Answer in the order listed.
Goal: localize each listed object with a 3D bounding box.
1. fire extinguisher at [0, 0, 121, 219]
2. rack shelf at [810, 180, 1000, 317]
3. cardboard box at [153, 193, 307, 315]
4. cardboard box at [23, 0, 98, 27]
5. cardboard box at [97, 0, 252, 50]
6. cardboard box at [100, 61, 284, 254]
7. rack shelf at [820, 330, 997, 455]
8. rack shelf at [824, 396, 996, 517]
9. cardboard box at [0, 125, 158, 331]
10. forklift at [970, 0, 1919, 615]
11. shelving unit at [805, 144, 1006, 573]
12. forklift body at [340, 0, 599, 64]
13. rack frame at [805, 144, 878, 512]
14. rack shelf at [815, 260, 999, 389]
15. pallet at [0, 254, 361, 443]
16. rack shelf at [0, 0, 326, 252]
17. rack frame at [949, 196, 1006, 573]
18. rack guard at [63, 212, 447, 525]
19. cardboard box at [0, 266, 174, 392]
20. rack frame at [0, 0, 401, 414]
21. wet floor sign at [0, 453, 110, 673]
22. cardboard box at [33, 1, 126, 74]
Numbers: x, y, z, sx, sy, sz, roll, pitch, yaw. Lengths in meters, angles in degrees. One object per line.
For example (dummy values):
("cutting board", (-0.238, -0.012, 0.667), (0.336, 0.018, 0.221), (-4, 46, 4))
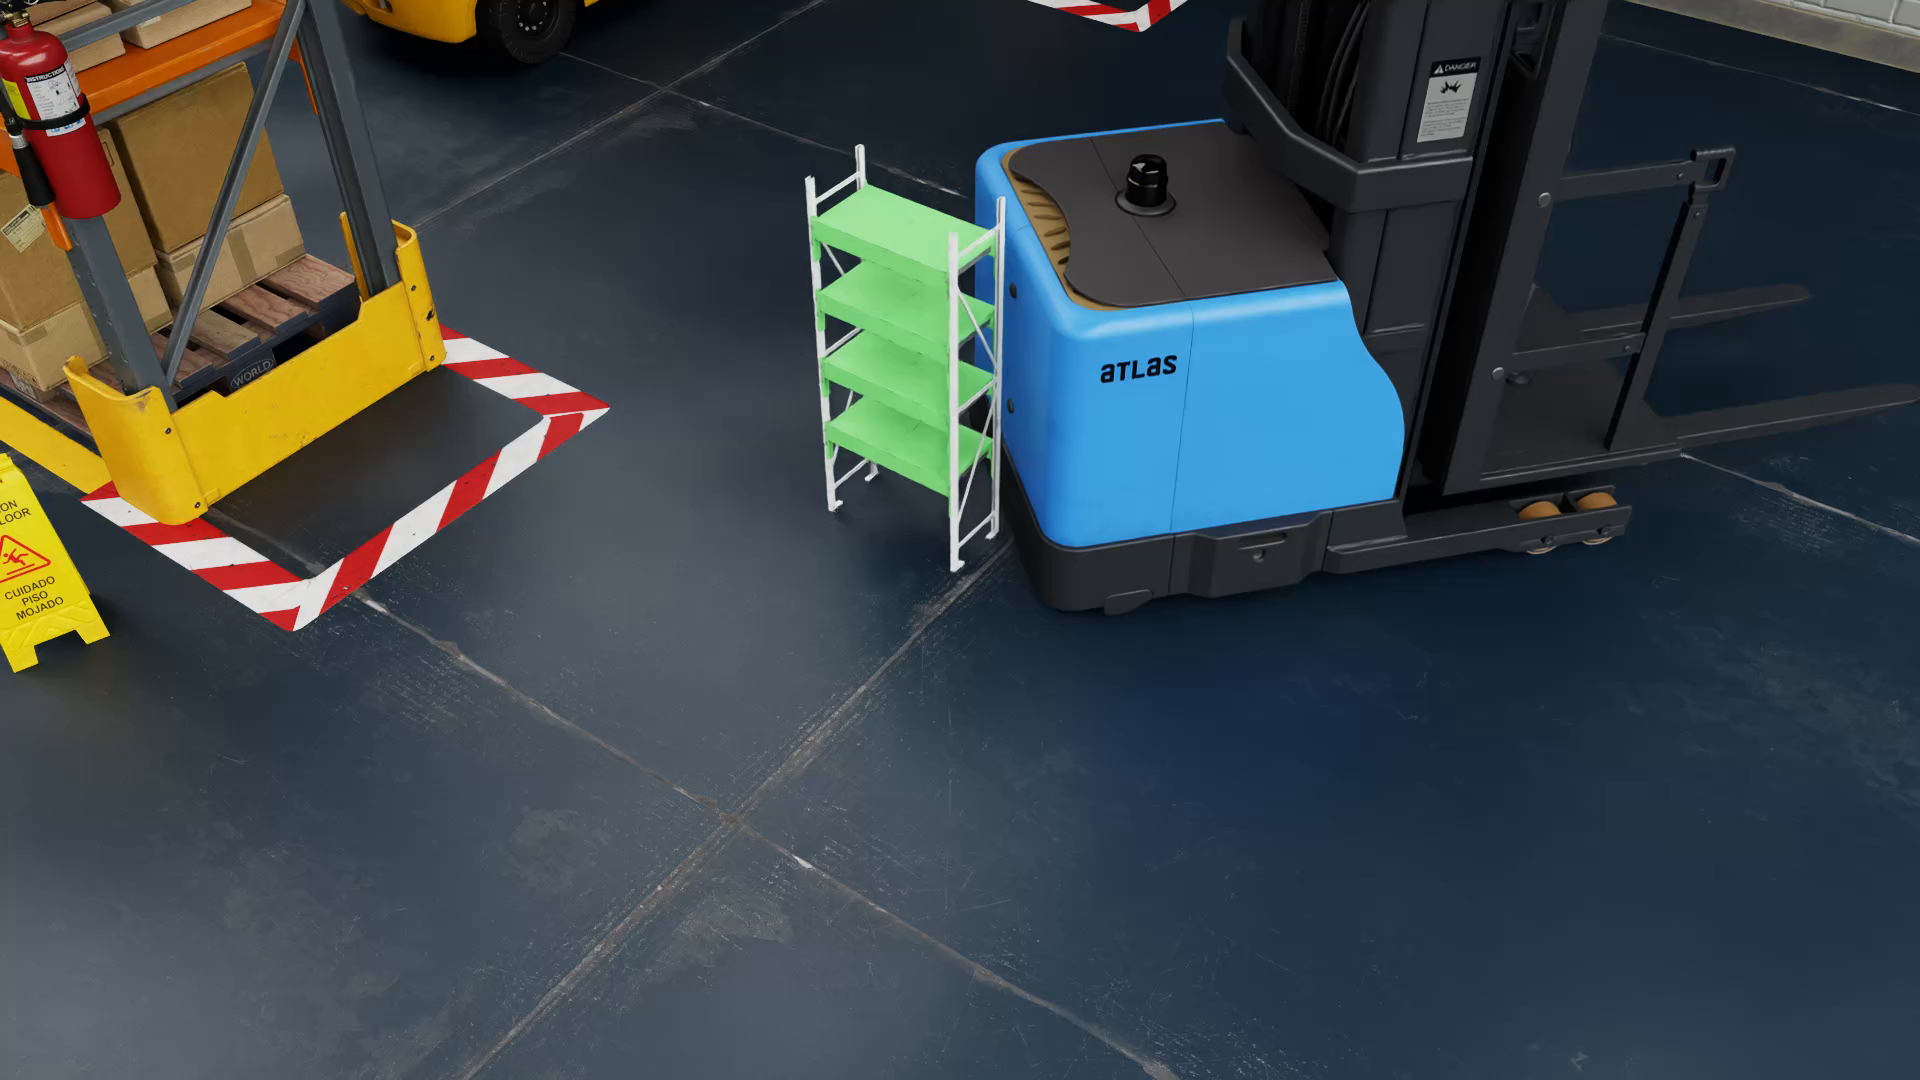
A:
("fire extinguisher", (-2.408, -1.178, 4.376), (0.183, 0.674, 0.296), (25, 48, 25))
("rack shelf", (-0.151, -0.819, 4.641), (0.480, 0.148, 0.258), (26, 48, 26))
("cardboard box", (-2.739, -1.094, 5.971), (0.500, 0.250, 0.500), (25, 47, 25))
("cardboard box", (-2.840, -1.708, 4.612), (0.500, 0.500, 0.500), (24, 47, 25))
("cardboard box", (-2.397, -1.652, 5.035), (0.250, 0.149, 0.380), (25, 48, 25))
("cardboard box", (-2.759, -1.383, 5.730), (0.500, 0.500, 0.500), (24, 47, 24))
("rack shelf", (-0.150, -0.461, 4.962), (0.480, 0.148, 0.258), (26, 48, 26))
("rack shelf", (-0.150, -0.283, 5.122), (0.480, 0.148, 0.258), (26, 48, 26))
("cardboard box", (-3.043, -1.078, 5.390), (0.500, 0.500, 0.500), (25, 48, 26))
("forklift", (1.606, -1.384, 4.598), (3.031, 2.935, 1.130), (-9, 43, -10))
("shelving unit", (-0.150, -0.509, 4.919), (0.503, 1.200, 0.258), (26, 48, 26))
("forklift body", (-1.990, -3.628, 7.691), (1.214, 2.155, 2.313), (25, 48, 25))
("rack frame", (-0.348, -0.605, 5.026), (0.015, 1.200, 0.240), (26, 48, 26))
("rack shelf", (-0.151, -0.640, 4.801), (0.480, 0.148, 0.258), (26, 48, 26))
("pallet", (-2.944, -0.823, 6.011), (1.213, 0.211, 1.003), (25, 48, 25))
("rack shelf", (-3.875, -2.000, 5.776), (4.000, 0.370, 1.077), (25, 48, 25))
("rack frame", (0.047, -0.413, 4.812), (0.015, 1.200, 0.240), (26, 48, 26))
("rack guard", (-2.300, -0.600, 5.546), (0.348, 0.500, 1.175), (25, 48, 25))
("cardboard box", (-3.073, -0.806, 5.649), (0.500, 0.250, 0.500), (25, 47, 25))
("rack frame", (-2.237, -1.503, 4.680), (0.127, 3.000, 1.000), (25, 48, 25))
("wet floor sign", (-2.696, 0.032, 4.731), (0.267, 0.644, 0.232), (-25, 48, -25))
("cardboard box", (-2.666, -1.436, 4.793), (0.250, 0.149, 0.380), (27, 48, 27))
